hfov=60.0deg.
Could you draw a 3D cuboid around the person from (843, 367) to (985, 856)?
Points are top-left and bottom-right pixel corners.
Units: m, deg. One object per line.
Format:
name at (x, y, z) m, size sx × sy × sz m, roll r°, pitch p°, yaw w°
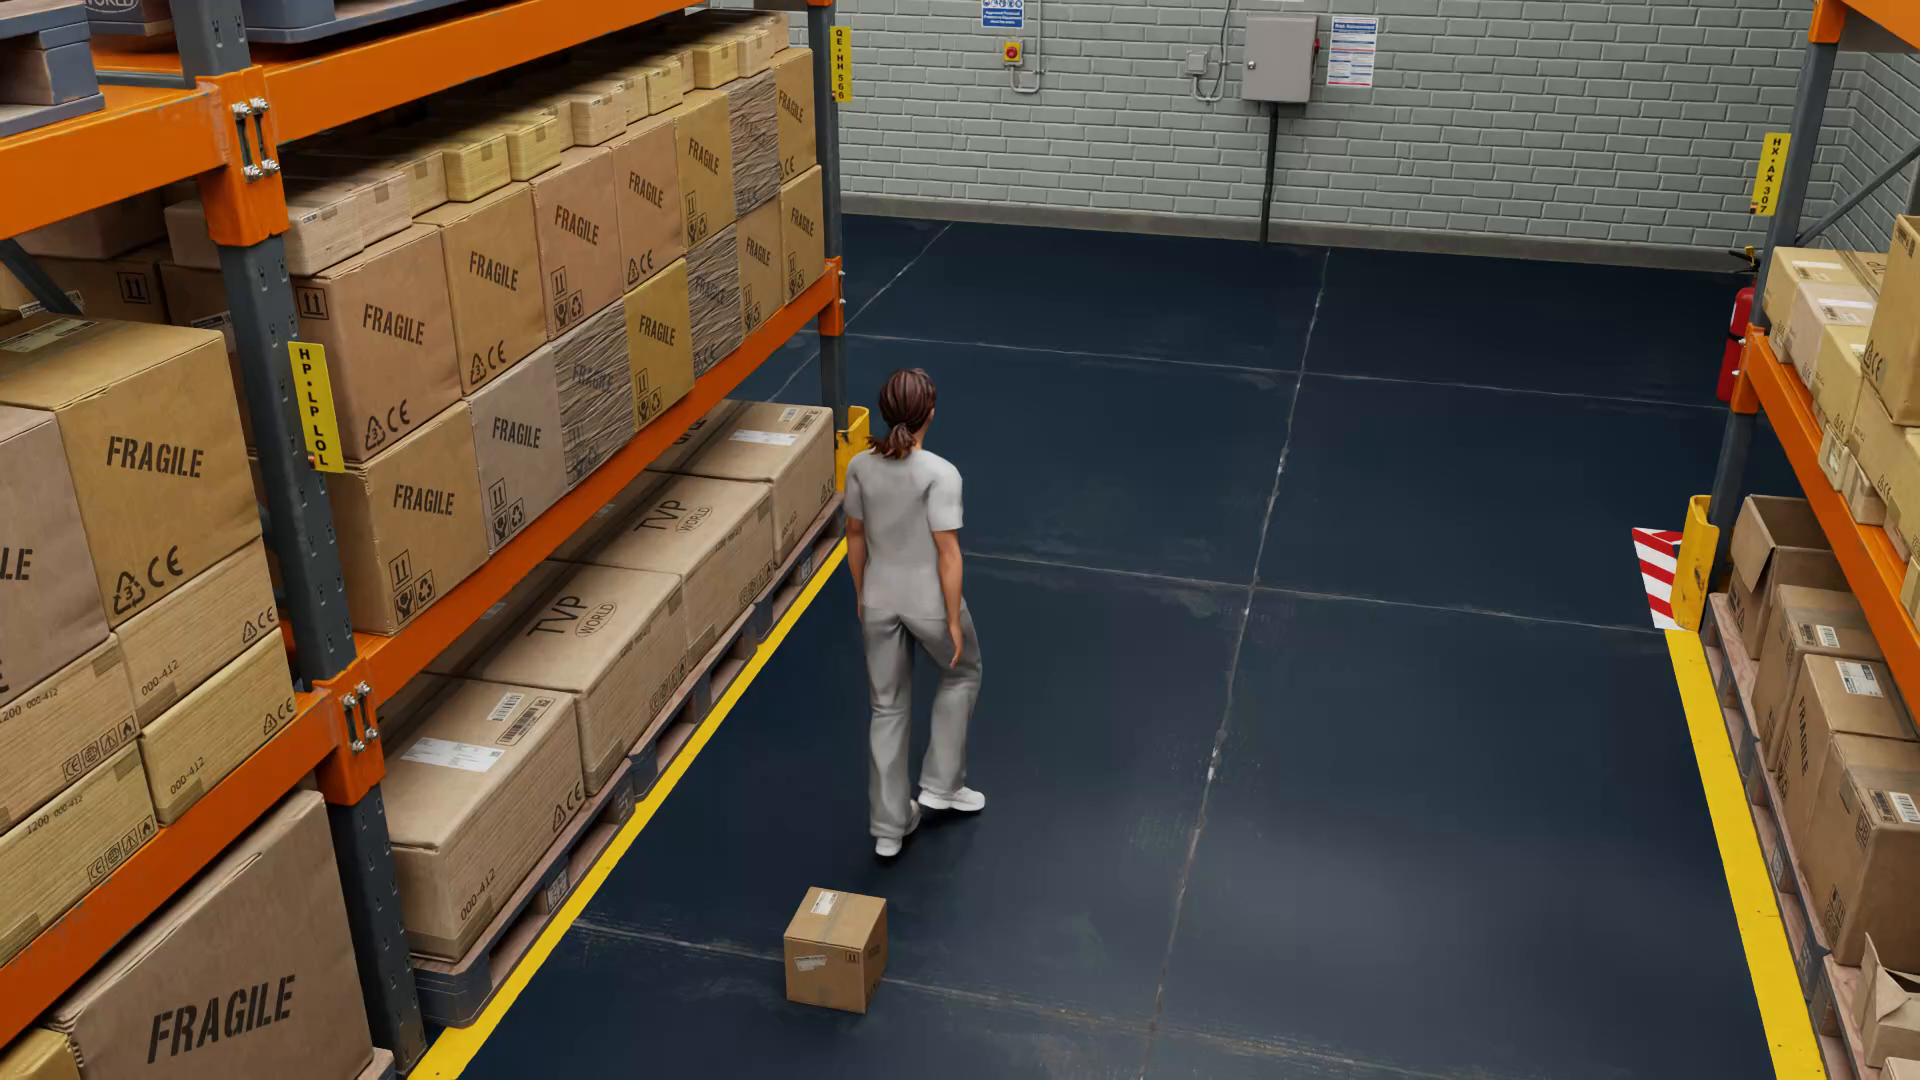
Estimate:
person at (-0.187, 0.256, 5.572) m, size 0.472 × 1.676 × 0.537 m, roll 9°, pitch 27°, yaw 18°
